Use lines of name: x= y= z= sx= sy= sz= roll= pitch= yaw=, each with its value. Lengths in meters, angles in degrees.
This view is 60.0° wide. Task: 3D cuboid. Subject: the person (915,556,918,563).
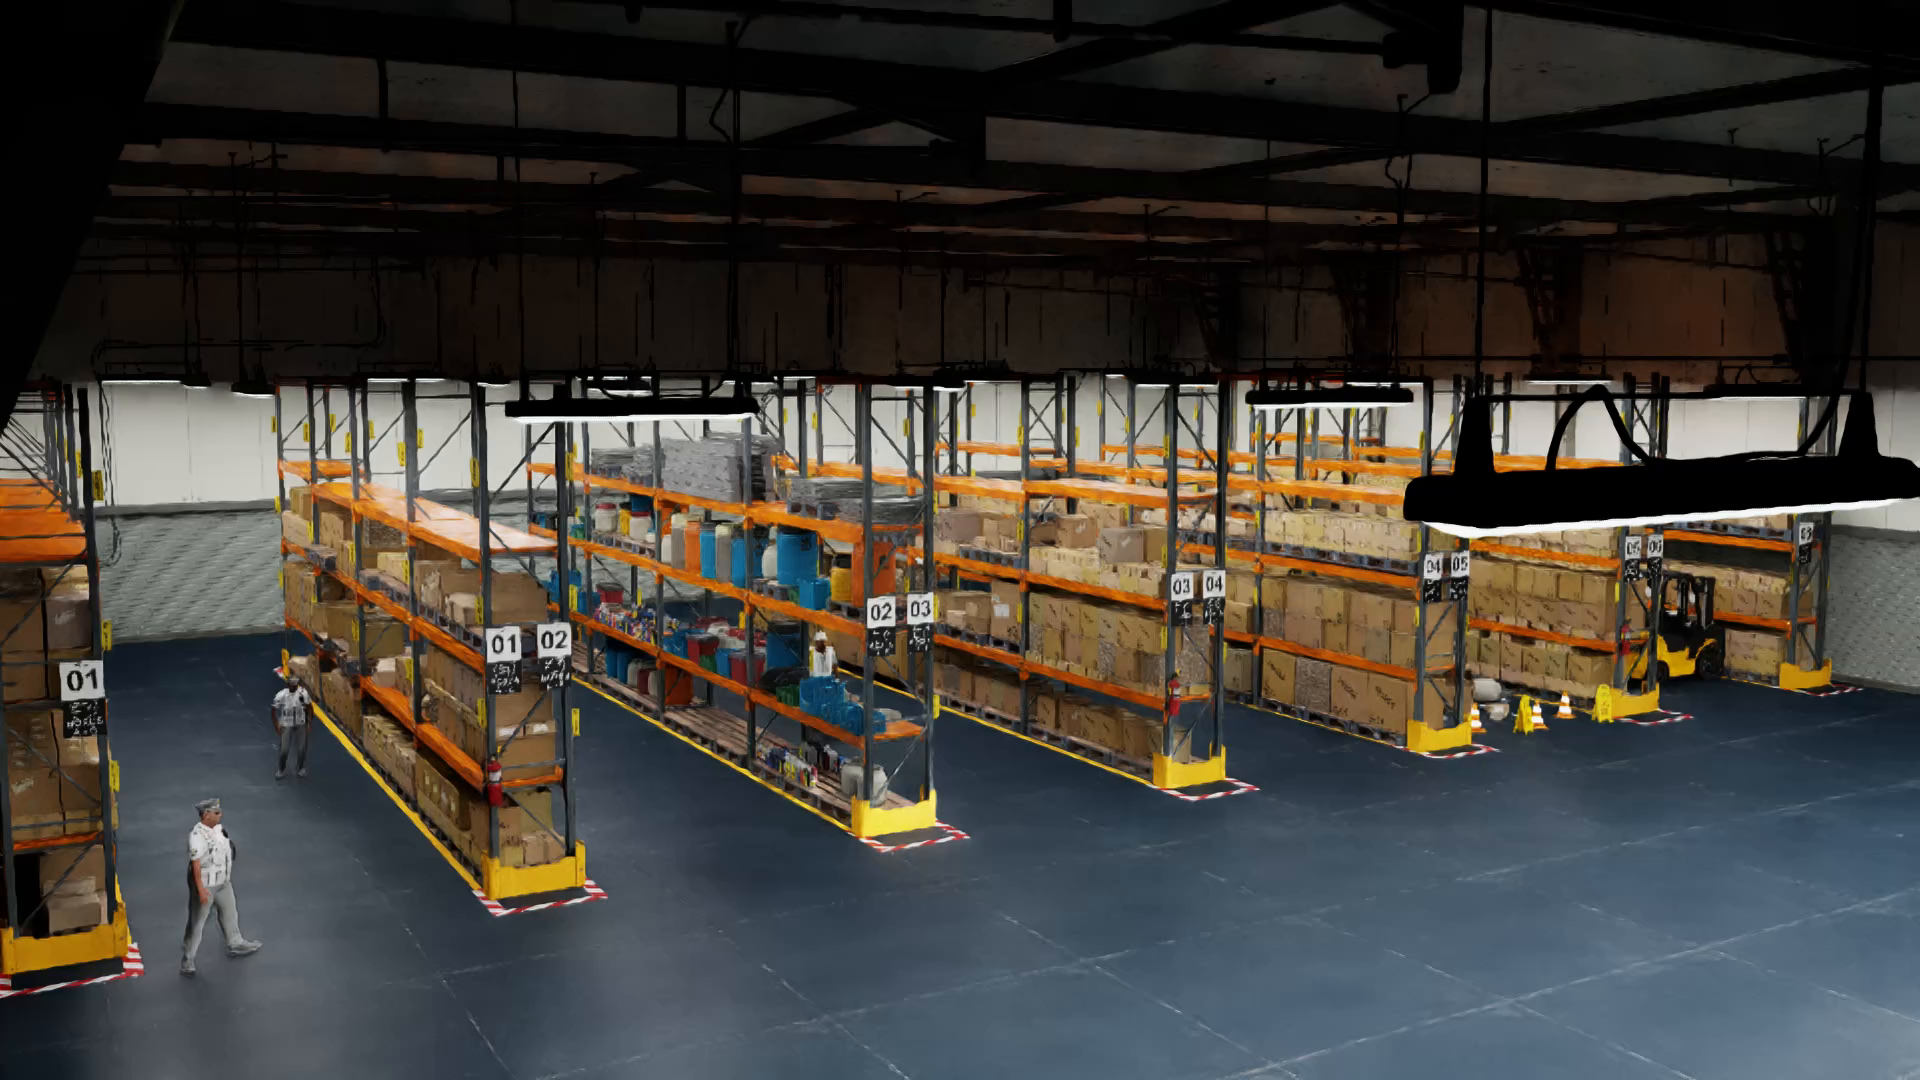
person: x=-0.926 y=0.791 z=43.122 sx=0.531 sy=1.667 sz=0.501 roll=1 pitch=6 yaw=7

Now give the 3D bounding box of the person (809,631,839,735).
person: x=-2.343 y=2.392 z=28.155 sx=0.577 sy=1.733 sz=1.042 roll=-4 pitch=7 yaw=-31

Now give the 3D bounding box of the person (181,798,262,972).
person: x=-7.807 y=3.548 z=17.395 sx=0.586 sy=1.755 sz=0.772 roll=1 pitch=6 yaw=8

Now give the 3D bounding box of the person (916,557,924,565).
person: x=-0.955 y=1.222 z=38.900 sx=0.543 sy=1.700 sz=1.115 roll=-3 pitch=7 yaw=-27

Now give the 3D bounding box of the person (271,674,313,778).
person: x=-10.077 y=2.786 z=25.108 sx=0.592 sy=1.629 sz=0.531 roll=-4 pitch=7 yaw=-32
